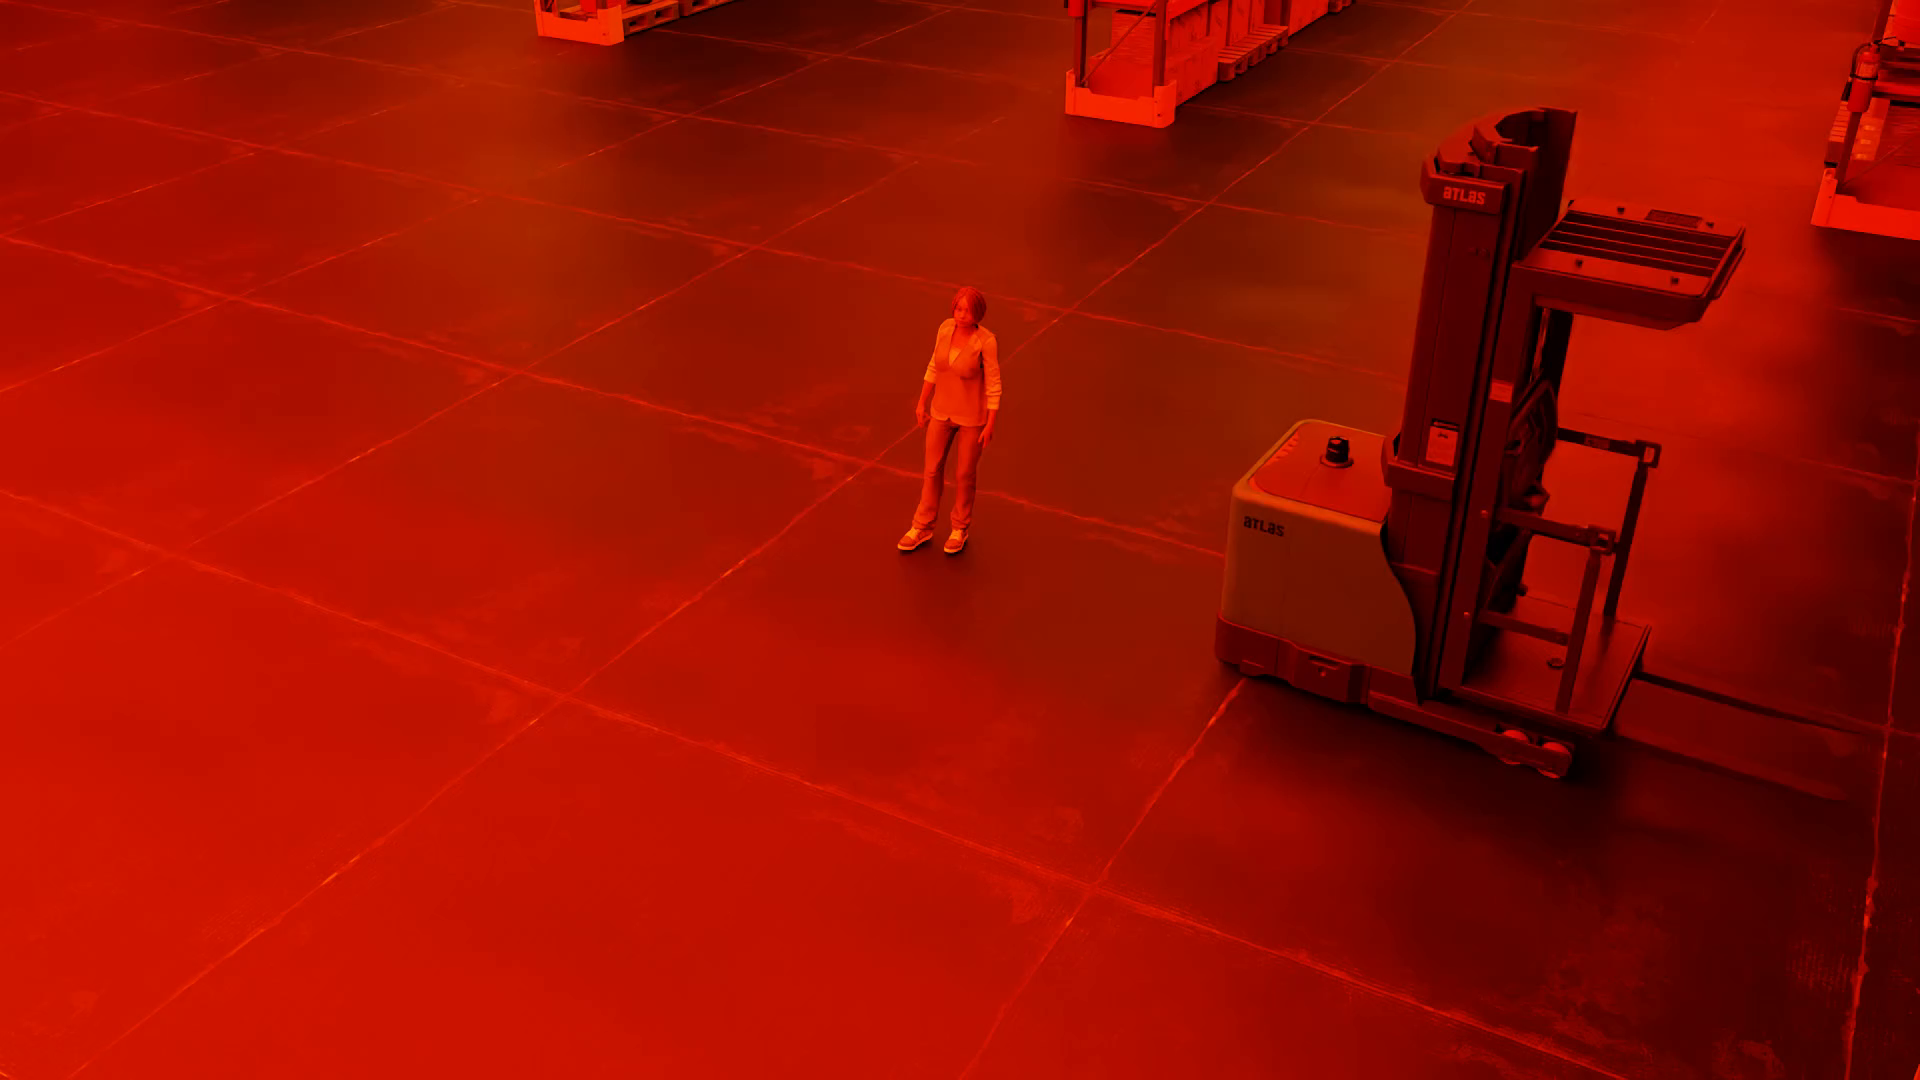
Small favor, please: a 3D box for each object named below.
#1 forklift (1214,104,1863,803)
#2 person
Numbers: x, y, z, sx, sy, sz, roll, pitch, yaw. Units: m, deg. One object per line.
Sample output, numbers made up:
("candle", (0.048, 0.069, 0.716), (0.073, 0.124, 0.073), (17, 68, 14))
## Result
("forklift", (2.878, -0.428, 7.812), (3.031, 2.935, 1.130), (17, 34, 27))
("person", (-0.048, -0.669, 9.550), (0.521, 1.596, 0.475), (15, 33, 25))
